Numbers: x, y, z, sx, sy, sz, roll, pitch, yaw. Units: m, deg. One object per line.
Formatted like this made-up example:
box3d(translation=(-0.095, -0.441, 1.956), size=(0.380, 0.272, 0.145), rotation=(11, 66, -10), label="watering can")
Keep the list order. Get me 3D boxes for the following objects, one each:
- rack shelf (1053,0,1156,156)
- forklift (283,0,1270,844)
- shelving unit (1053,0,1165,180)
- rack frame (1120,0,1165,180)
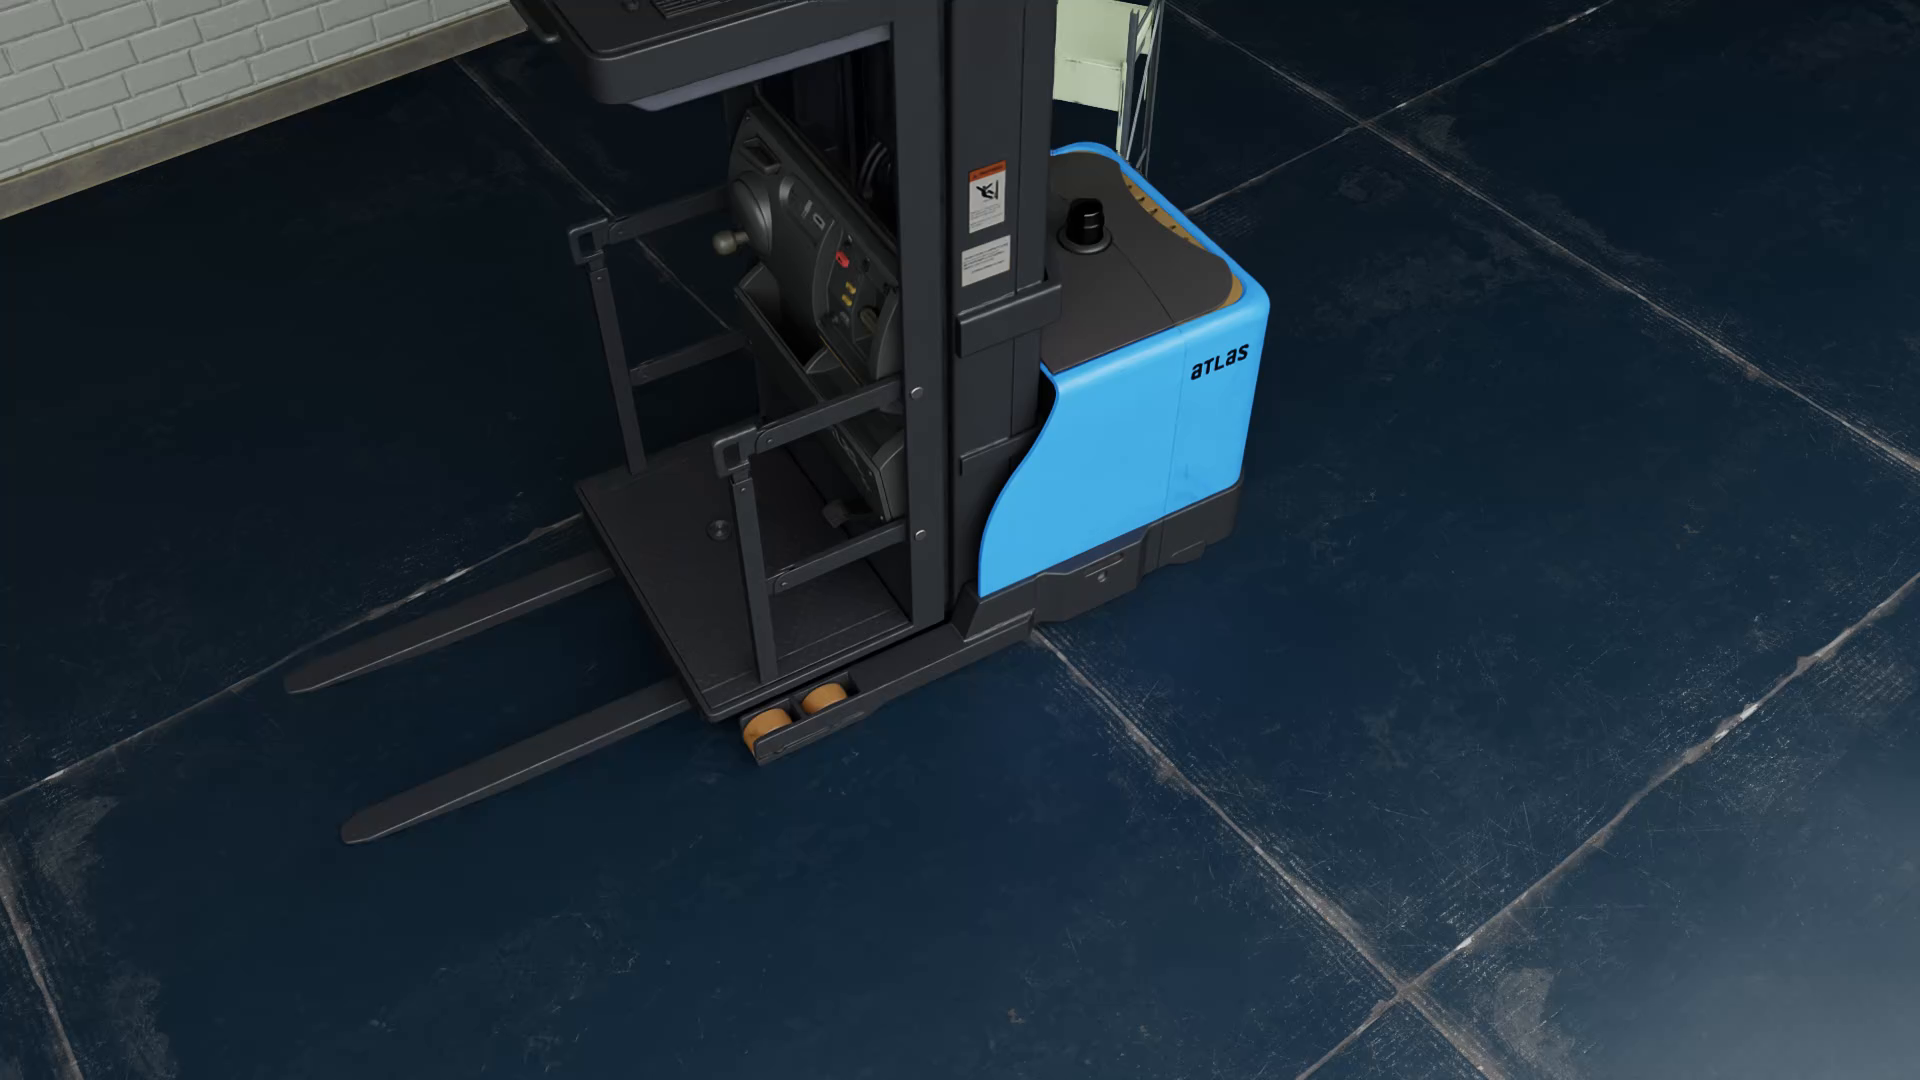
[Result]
box3d(translation=(0.267, -1.641, 5.699), size=(0.720, 0.370, 0.431), rotation=(15, 50, 13), label="rack shelf")
box3d(translation=(-0.585, -0.755, 4.456), size=(3.031, 2.935, 1.130), rotation=(-23, 52, -20), label="forklift")
box3d(translation=(0.267, -1.379, 5.988), size=(0.755, 1.500, 0.431), rotation=(15, 50, 13), label="shelving unit")
box3d(translation=(0.612, -1.288, 5.905), size=(0.023, 1.500, 0.400), rotation=(15, 50, 13), label="rack frame")
